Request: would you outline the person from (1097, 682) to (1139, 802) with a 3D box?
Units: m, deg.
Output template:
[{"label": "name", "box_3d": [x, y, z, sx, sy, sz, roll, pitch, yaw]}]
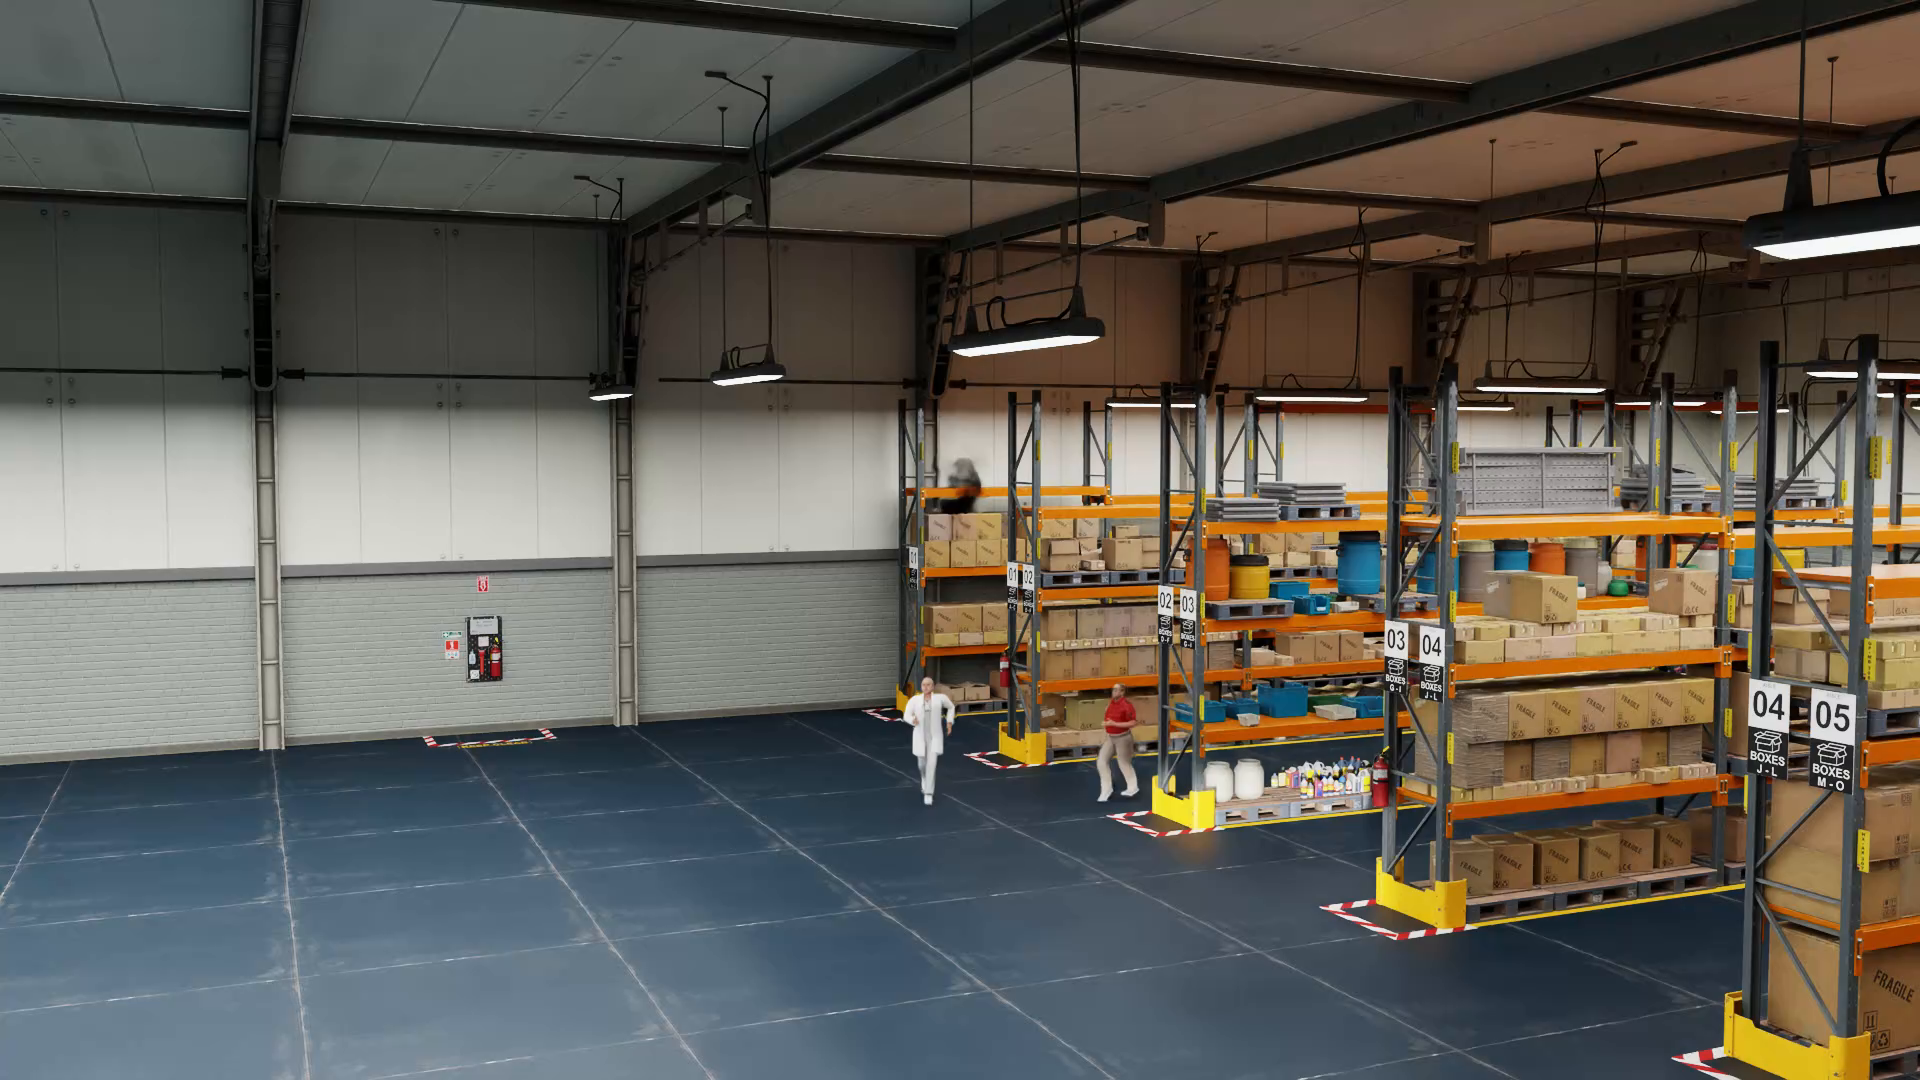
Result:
[{"label": "person", "box_3d": [2.311, 2.937, 23.920, 0.768, 1.792, 0.643, -3, 4, -38]}]

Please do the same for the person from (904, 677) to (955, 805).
[{"label": "person", "box_3d": [-0.457, 2.849, 23.957, 0.727, 1.736, 1.154, 0, 3, 6]}]
